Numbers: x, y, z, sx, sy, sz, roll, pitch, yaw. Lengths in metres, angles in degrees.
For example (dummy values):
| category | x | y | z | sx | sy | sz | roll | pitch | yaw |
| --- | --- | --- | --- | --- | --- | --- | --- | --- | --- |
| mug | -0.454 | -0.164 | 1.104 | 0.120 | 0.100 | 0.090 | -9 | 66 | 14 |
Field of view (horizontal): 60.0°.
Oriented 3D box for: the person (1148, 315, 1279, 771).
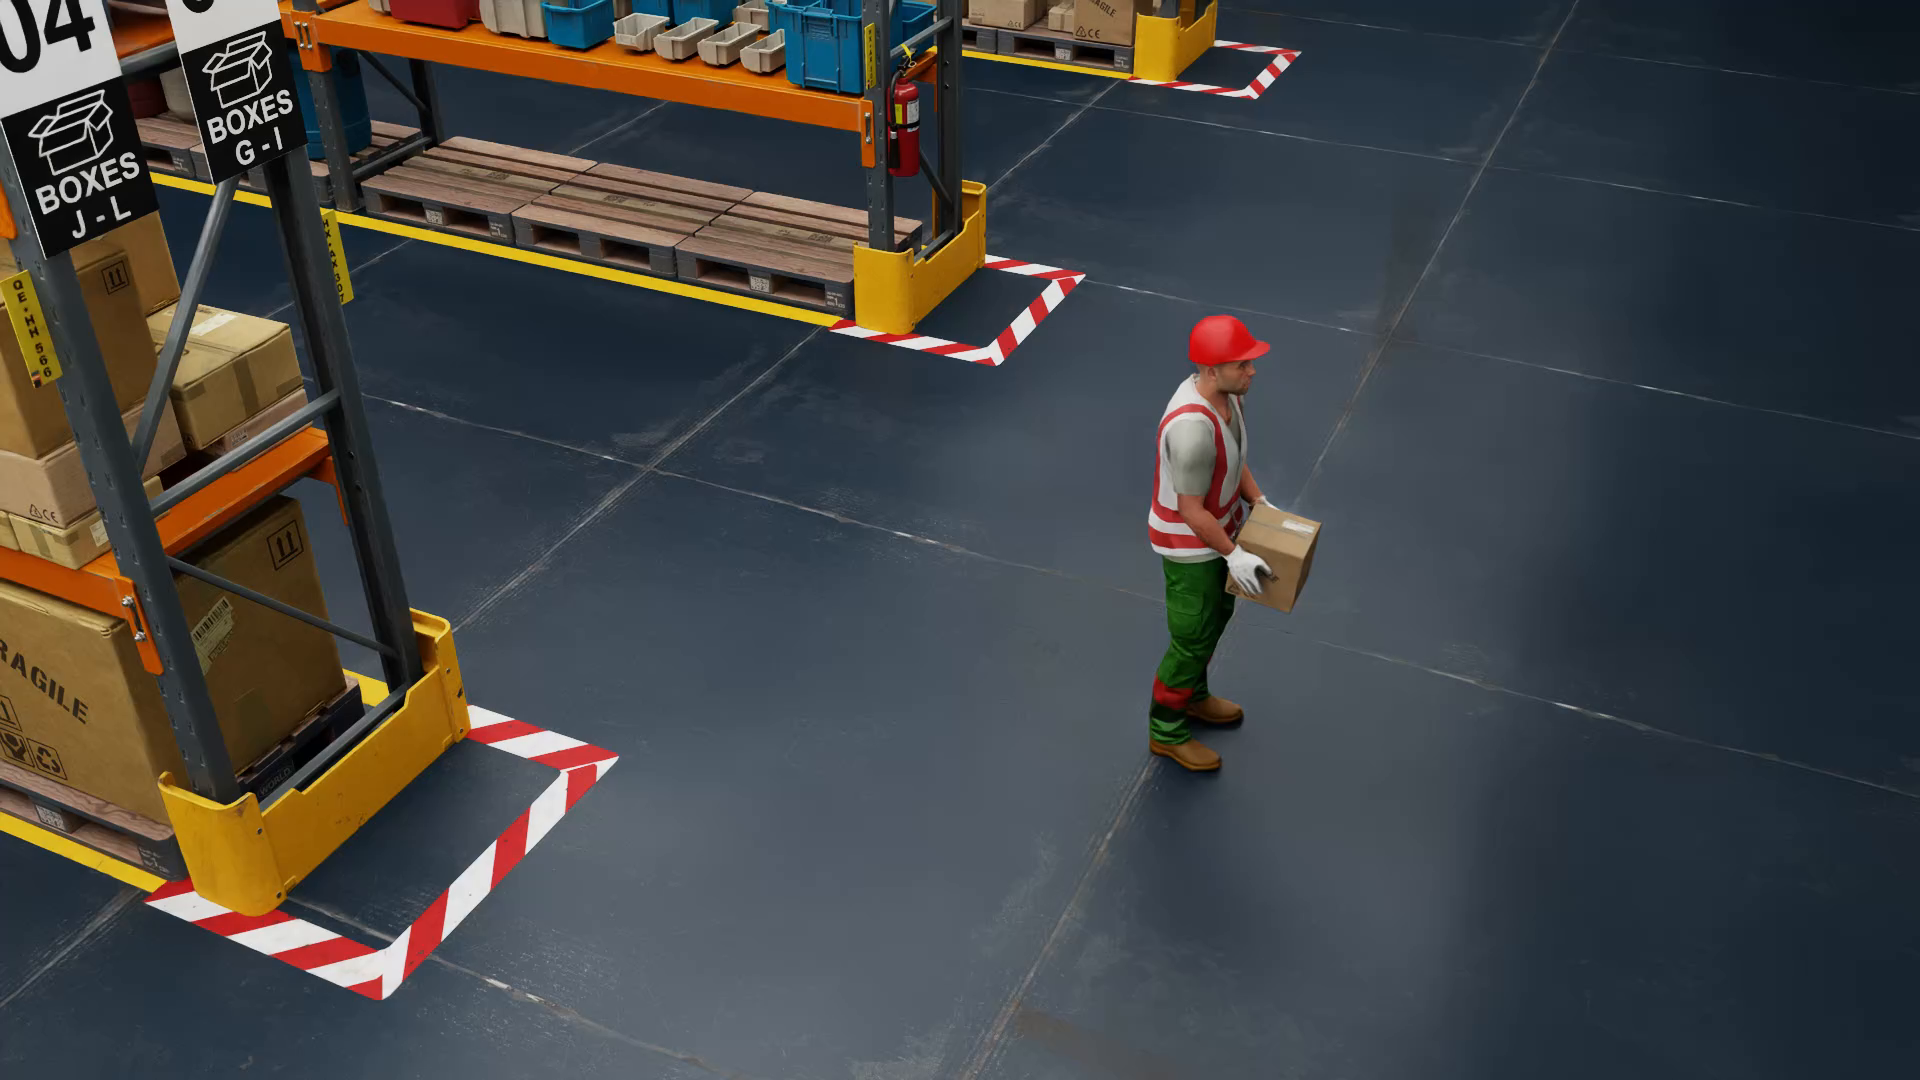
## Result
| category | x | y | z | sx | sy | sz | roll | pitch | yaw |
| --- | --- | --- | --- | --- | --- | --- | --- | --- | --- |
| person | 0.944 | 0.008 | 6.103 | 0.486 | 1.793 | 0.531 | 14 | 36 | 20 |
